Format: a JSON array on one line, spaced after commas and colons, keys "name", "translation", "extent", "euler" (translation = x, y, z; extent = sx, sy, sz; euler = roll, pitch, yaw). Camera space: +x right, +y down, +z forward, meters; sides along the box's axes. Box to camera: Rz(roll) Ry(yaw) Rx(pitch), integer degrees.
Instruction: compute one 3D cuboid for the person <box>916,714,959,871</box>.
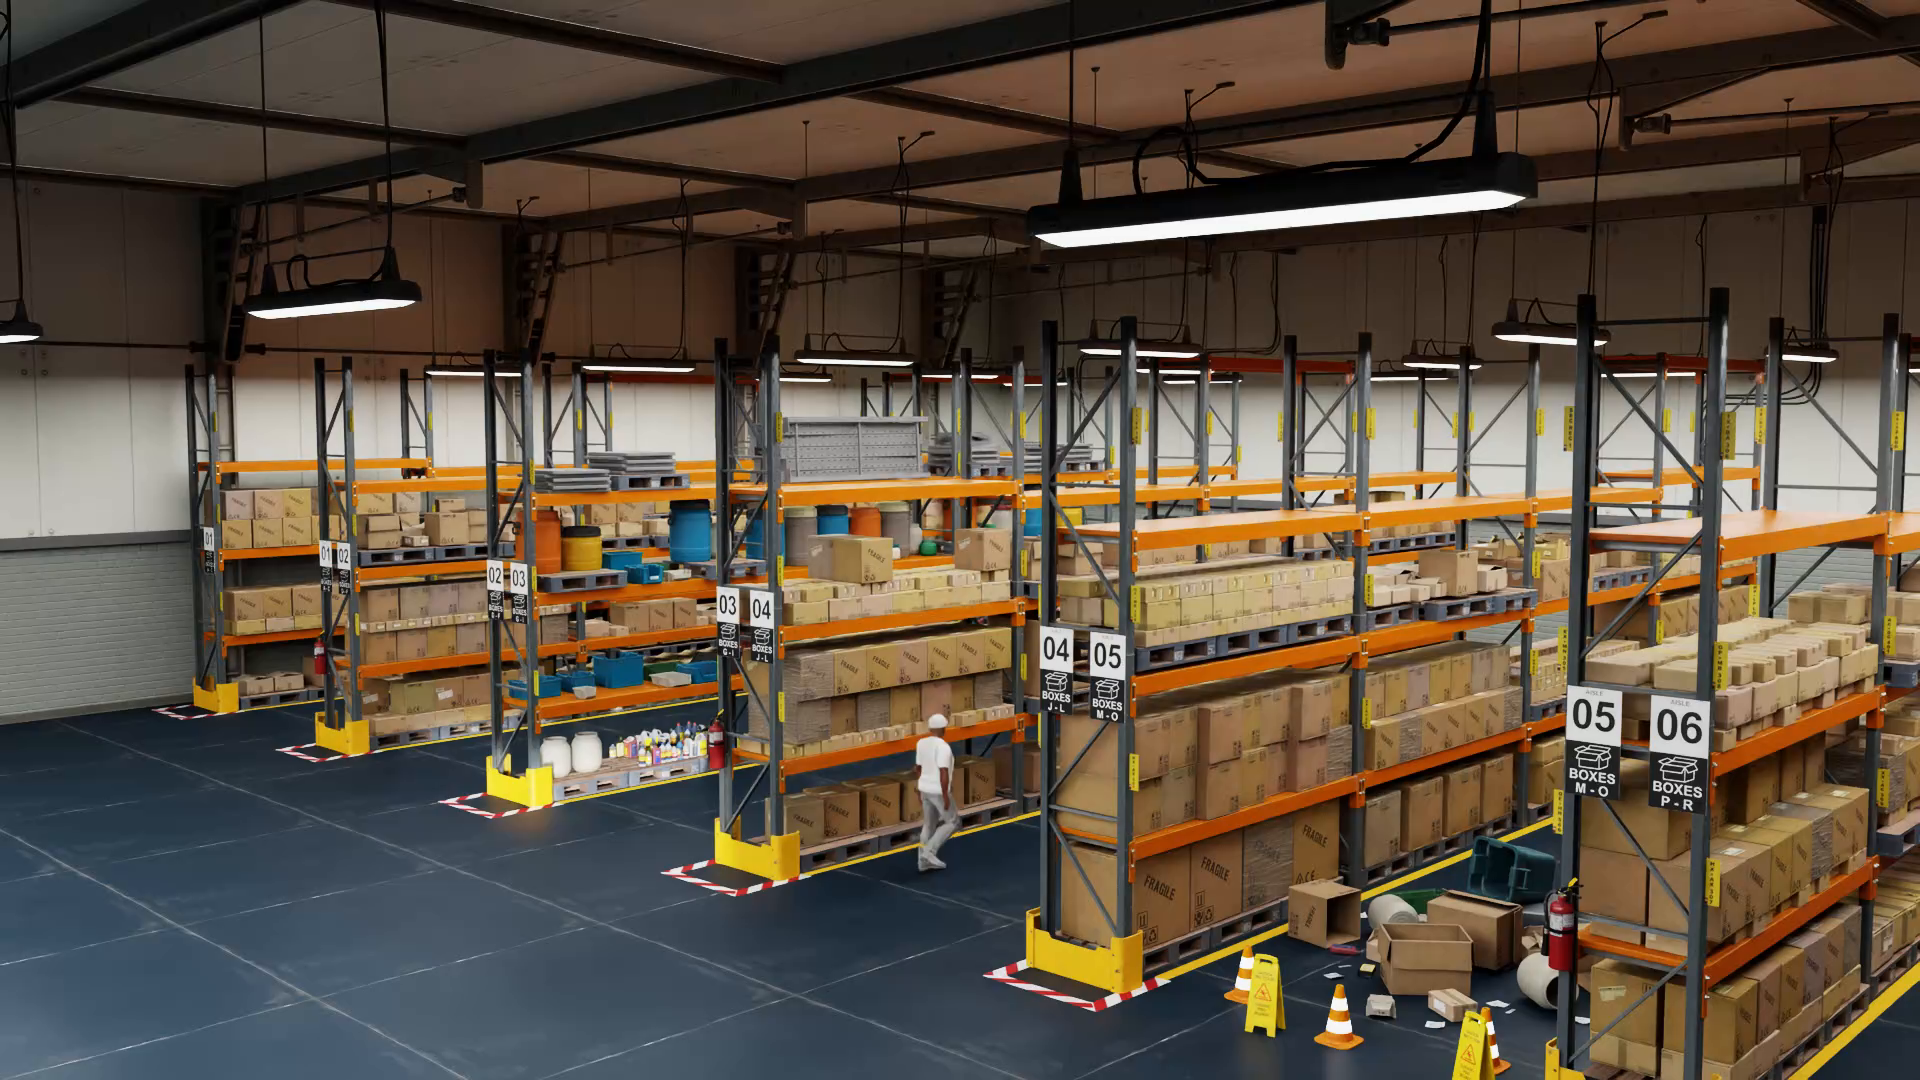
[{"name": "person", "translation": [-0.283, 2.842, 18.757], "extent": [0.475, 1.752, 0.614], "euler": [-3, 5, -31]}]
